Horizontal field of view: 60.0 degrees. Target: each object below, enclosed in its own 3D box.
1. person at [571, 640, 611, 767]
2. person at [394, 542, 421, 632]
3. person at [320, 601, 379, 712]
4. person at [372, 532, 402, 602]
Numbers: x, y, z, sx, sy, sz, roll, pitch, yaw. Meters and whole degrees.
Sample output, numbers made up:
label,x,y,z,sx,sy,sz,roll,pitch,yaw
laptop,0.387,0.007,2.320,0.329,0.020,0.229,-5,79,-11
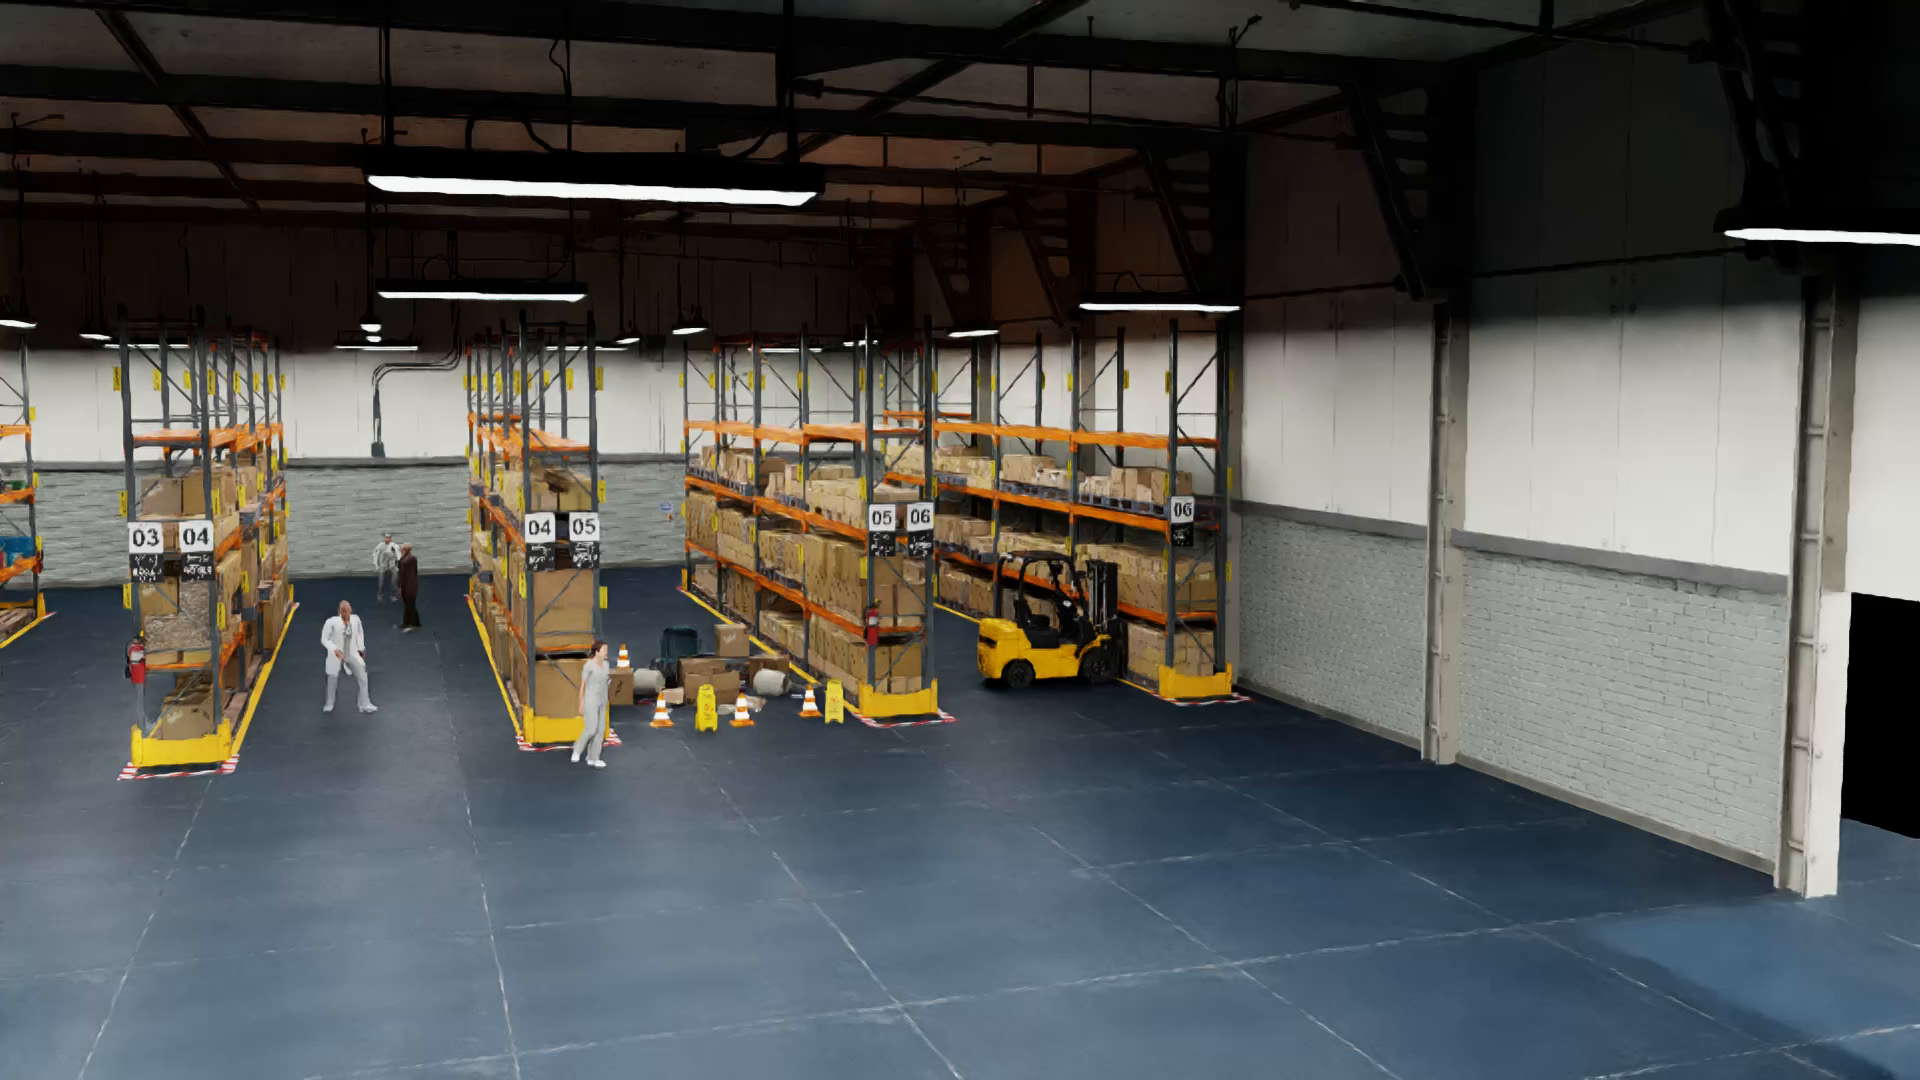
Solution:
label,x,y,z,sx,sy,sz,roll,pitch,yaw
person,-4.821,2.123,21.700,0.518,1.664,0.513,4,7,34
person,-11.142,0.928,33.459,0.642,1.771,0.691,0,5,2
person,-9.322,1.752,25.178,0.735,1.712,0.905,-4,7,-35
person,-13.039,0.606,37.877,0.639,1.632,0.512,-2,6,-21
